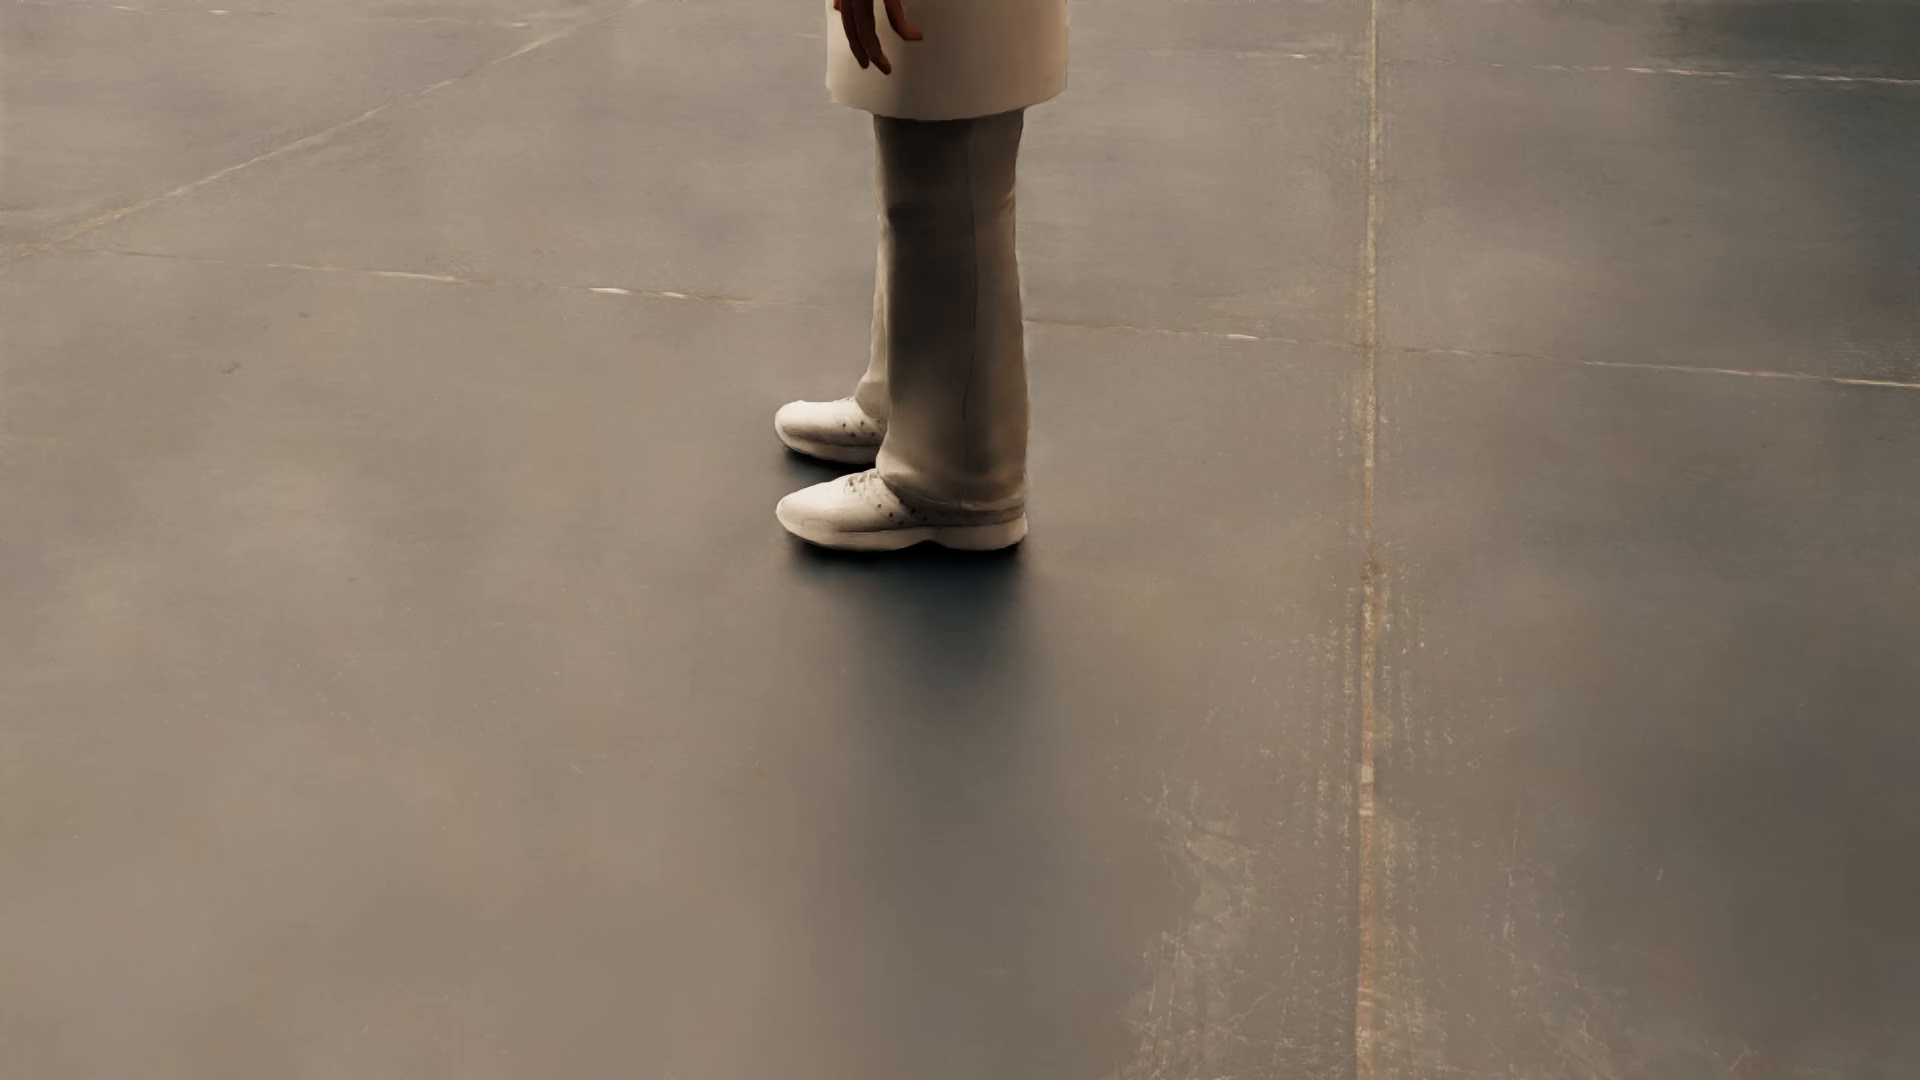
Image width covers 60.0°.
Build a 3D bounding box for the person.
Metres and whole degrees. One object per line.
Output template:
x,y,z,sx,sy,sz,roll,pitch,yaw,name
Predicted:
-0.088,-0.811,2.118,0.579,1.776,0.694,6,27,11,person
